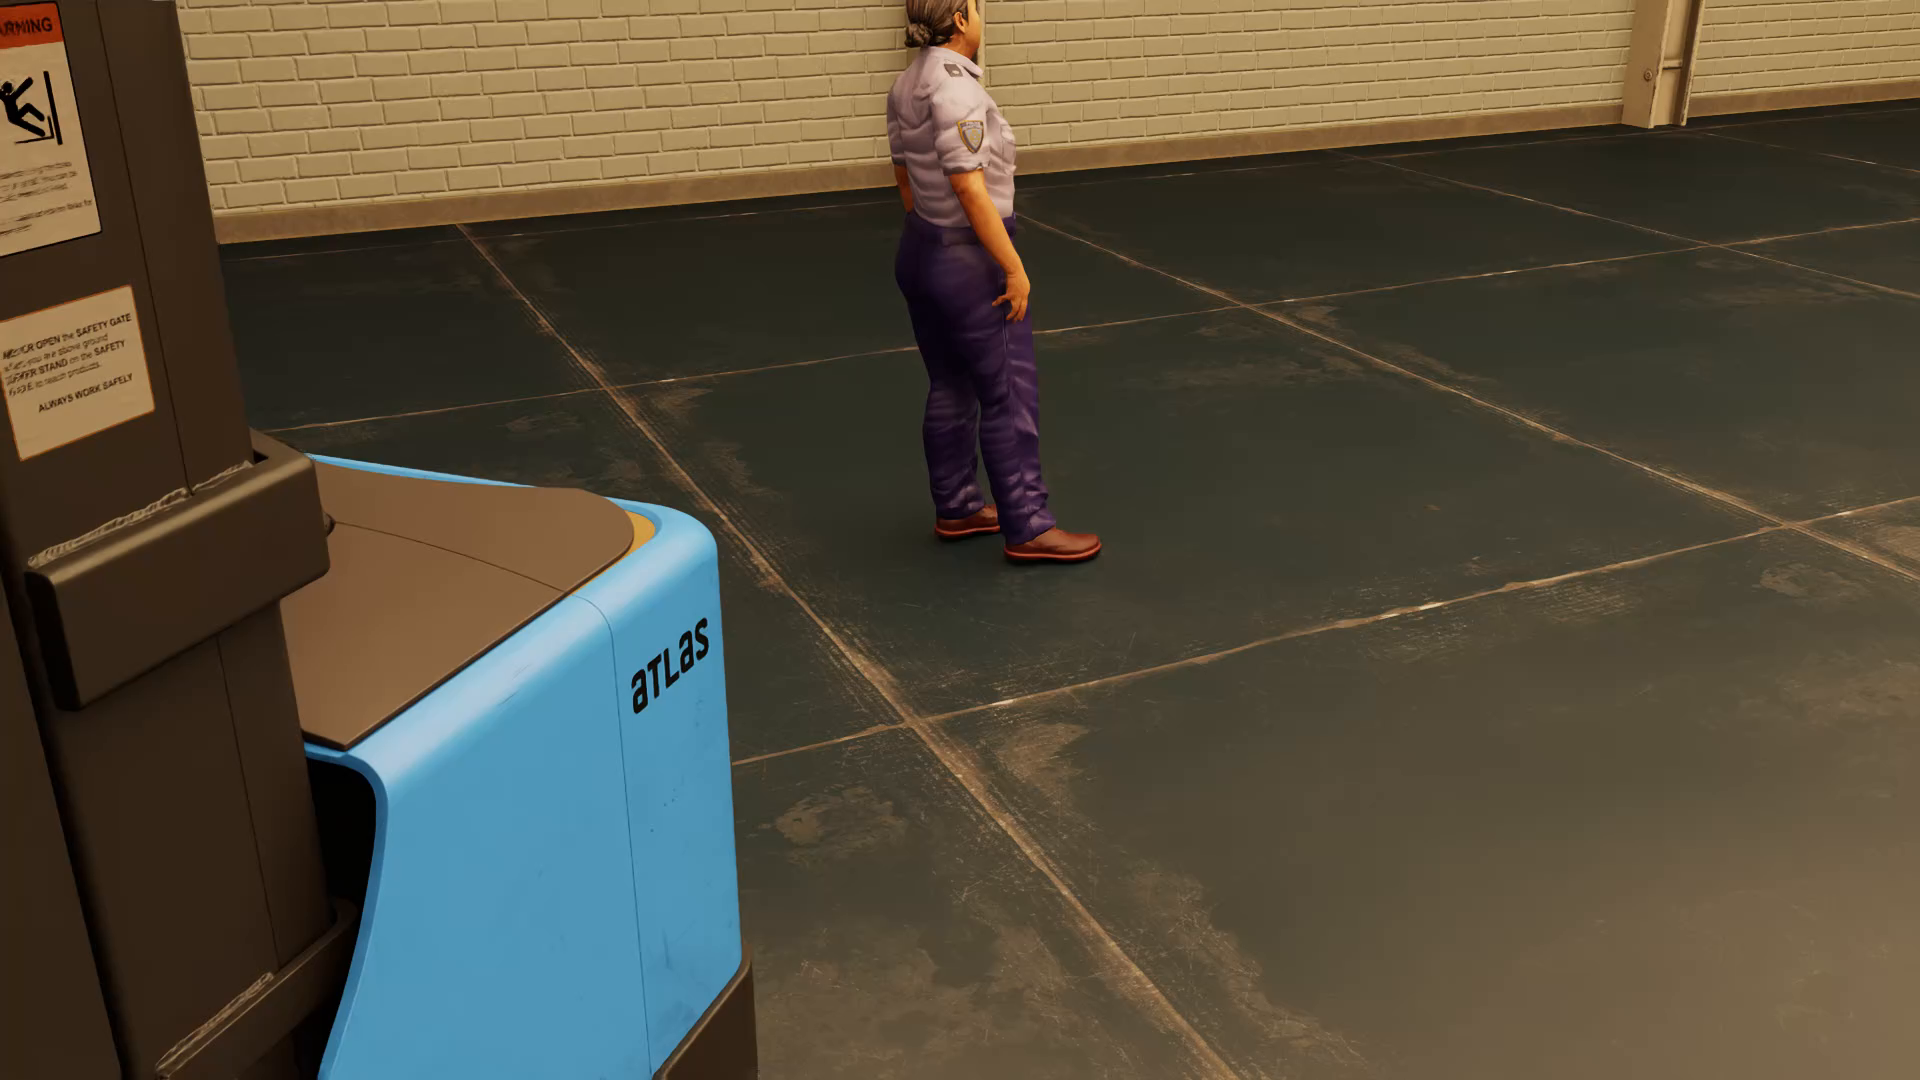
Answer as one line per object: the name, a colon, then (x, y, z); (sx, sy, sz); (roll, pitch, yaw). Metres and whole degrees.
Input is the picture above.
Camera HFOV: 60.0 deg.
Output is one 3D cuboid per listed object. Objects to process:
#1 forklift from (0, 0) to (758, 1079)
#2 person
forklift: (-1.329, 0.058, 1.145); (1.130, 2.935, 3.031); (8, 24, 19)
person: (0.091, -0.775, 4.803); (0.503, 1.651, 0.598); (-10, 25, -23)
